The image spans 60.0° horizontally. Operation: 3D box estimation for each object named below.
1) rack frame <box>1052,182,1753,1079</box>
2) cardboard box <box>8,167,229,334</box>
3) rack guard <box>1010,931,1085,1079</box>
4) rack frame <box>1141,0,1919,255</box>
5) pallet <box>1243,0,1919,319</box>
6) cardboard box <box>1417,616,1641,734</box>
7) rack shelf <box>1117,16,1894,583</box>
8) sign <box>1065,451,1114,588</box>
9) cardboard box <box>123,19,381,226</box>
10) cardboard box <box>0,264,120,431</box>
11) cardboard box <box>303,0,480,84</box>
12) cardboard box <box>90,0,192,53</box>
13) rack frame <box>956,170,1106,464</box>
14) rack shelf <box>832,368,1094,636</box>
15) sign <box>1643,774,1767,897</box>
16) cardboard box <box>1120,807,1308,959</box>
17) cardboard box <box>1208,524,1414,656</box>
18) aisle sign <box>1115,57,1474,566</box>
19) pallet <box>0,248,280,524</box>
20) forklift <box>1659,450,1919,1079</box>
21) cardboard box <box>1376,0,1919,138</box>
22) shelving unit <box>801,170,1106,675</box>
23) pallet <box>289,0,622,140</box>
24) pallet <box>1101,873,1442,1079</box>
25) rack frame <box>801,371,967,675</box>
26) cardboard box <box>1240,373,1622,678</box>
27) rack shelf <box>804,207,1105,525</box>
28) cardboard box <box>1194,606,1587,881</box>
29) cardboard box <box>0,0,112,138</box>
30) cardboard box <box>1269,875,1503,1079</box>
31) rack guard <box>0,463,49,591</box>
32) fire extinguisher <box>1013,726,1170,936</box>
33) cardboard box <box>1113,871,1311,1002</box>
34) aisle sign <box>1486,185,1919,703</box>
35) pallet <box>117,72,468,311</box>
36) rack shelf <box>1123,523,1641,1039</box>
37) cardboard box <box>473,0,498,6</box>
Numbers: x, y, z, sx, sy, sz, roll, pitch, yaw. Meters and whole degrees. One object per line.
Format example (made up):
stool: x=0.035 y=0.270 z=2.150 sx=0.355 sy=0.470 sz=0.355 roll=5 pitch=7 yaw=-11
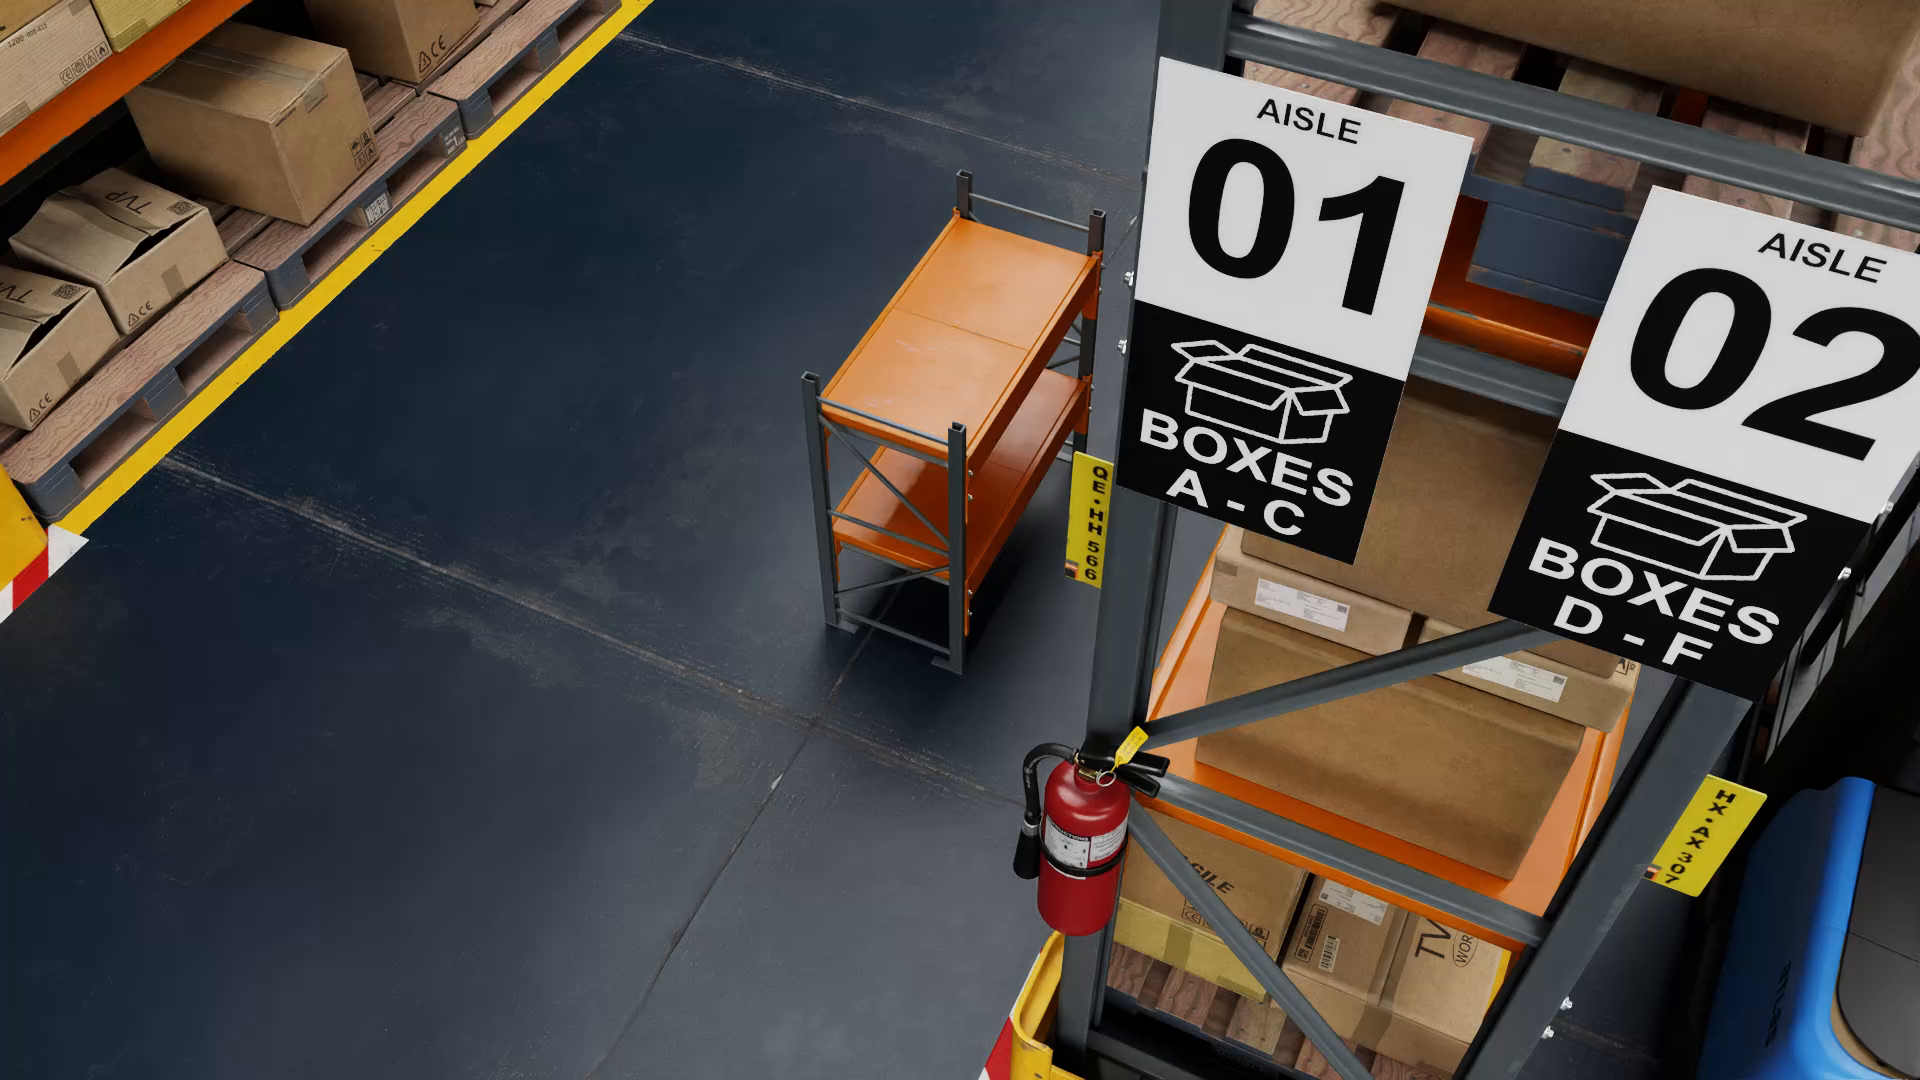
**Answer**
rack frame: x=0.721 y=0.612 z=3.260 sx=1.000 sy=3.000 sz=0.127 roll=20 pitch=52 yaw=16
cardboard box: x=-3.139 y=-1.108 z=6.200 sx=0.500 sy=0.311 sz=0.500 roll=24 pitch=54 yaw=19
rack guard: x=0.711 y=1.439 z=4.198 sx=1.175 sy=0.500 sz=0.348 roll=20 pitch=52 yaw=16
rack frame: x=0.721 y=-1.332 z=0.975 sx=1.000 sy=3.000 sz=0.127 roll=20 pitch=52 yaw=16
pallet: x=1.046 y=-0.810 z=2.558 sx=1.003 sy=0.211 sz=1.213 roll=20 pitch=52 yaw=16
cardboard box: x=1.083 y=0.169 z=3.145 sx=0.380 sy=0.149 sz=0.250 roll=19 pitch=52 yaw=16
rack shelf: x=1.575 y=-1.504 z=3.563 sx=1.077 sy=0.370 sz=4.000 roll=20 pitch=52 yaw=16
sign: x=0.236 y=-0.026 z=2.887 sx=0.100 sy=0.325 sz=0.005 roll=20 pitch=52 yaw=16
cardboard box: x=-2.780 y=-1.658 z=6.544 sx=0.700 sy=0.500 sz=0.500 roll=17 pitch=52 yaw=14
cardboard box: x=-3.383 y=-0.716 z=5.866 sx=0.500 sy=0.311 sz=0.500 roll=14 pitch=51 yaw=12
cardboard box: x=-2.458 y=-2.356 z=7.138 sx=0.500 sy=0.500 sz=0.500 roll=16 pitch=52 yaw=13
cardboard box: x=-2.832 y=-1.899 z=5.482 sx=0.500 sy=0.250 sz=0.500 roll=19 pitch=52 yaw=16
rack frame: x=0.220 y=-0.719 z=5.623 sx=0.500 sy=1.125 sz=0.032 roll=20 pitch=52 yaw=16
rack shelf: x=0.003 y=-0.211 z=5.512 sx=0.538 sy=0.278 sz=1.000 roll=20 pitch=52 yaw=16
sign: x=1.220 y=0.490 z=2.743 sx=0.100 sy=0.325 sz=0.005 roll=20 pitch=52 yaw=16
cardboard box: x=0.681 y=0.658 z=4.258 sx=0.500 sy=0.500 sz=0.500 roll=20 pitch=52 yaw=16
cardboard box: x=0.712 y=0.044 z=3.251 sx=0.380 sy=0.149 sz=0.250 roll=19 pitch=52 yaw=15
aisle sign: x=0.427 y=-0.281 z=2.312 sx=0.394 sy=0.787 sz=0.004 roll=20 pitch=52 yaw=16
pallet: x=-3.348 y=-0.694 z=6.202 sx=1.003 sy=0.211 sz=1.213 roll=20 pitch=52 yaw=16
forklift: x=2.855 y=-0.016 z=3.839 sx=1.130 sy=2.935 sz=3.031 roll=22 pitch=53 yaw=17
cardboard box: x=0.970 y=-0.969 z=2.200 sx=0.797 sy=0.503 sz=0.637 roll=23 pitch=53 yaw=18
shelving unit: x=0.003 y=-0.369 z=5.326 sx=0.538 sy=1.125 sz=1.048 roll=20 pitch=52 yaw=16
pallet: x=-2.306 y=-2.374 z=7.631 sx=1.003 sy=0.211 sz=1.213 roll=20 pitch=52 yaw=16
pallet: x=1.010 y=0.975 z=4.781 sx=1.003 sy=0.211 sz=1.213 roll=20 pitch=52 yaw=16
rack frame: x=-0.214 y=-0.019 z=5.028 sx=0.500 sy=1.125 sz=0.032 roll=20 pitch=52 yaw=16
cardboard box: x=0.955 y=-0.195 z=3.029 sx=0.700 sy=0.500 sz=0.500 roll=20 pitch=52 yaw=16
rack shelf: x=0.003 y=-0.559 z=5.103 sx=0.538 sy=0.278 sz=1.000 roll=20 pitch=52 yaw=16
cardboard box: x=0.932 y=0.262 z=3.492 sx=0.700 sy=0.500 sz=0.500 roll=20 pitch=52 yaw=16
cardboard box: x=-3.055 y=-1.550 z=5.185 sx=0.500 sy=0.250 sz=0.500 roll=18 pitch=52 yaw=15
cardboard box: x=1.151 y=1.070 z=4.400 sx=0.500 sy=0.250 sz=0.500 roll=20 pitch=52 yaw=16
rack guard: x=-3.727 y=-0.239 z=5.626 sx=1.175 sy=0.500 sz=0.348 roll=20 pitch=52 yaw=16
fire extinguisher: x=0.250 y=0.567 z=3.349 sx=0.296 sy=0.674 sz=0.183 roll=20 pitch=52 yaw=16
cardboard box: x=0.683 y=0.902 z=4.543 sx=0.500 sy=0.250 sz=0.500 roll=20 pitch=52 yaw=16
aisle sign: x=0.970 y=-0.086 z=2.146 sx=0.394 sy=0.787 sz=0.004 roll=20 pitch=52 yaw=16
pallet: x=-2.826 y=-1.531 z=6.914 sx=1.003 sy=0.211 sz=1.213 roll=20 pitch=52 yaw=16
rack shelf: x=1.575 y=-0.532 z=4.706 sx=1.077 sy=0.370 sz=4.000 roll=20 pitch=52 yaw=16
cardboard box: x=-2.252 y=-2.598 z=7.562 sx=0.380 sy=0.166 sz=0.250 roll=14 pitch=51 yaw=11
